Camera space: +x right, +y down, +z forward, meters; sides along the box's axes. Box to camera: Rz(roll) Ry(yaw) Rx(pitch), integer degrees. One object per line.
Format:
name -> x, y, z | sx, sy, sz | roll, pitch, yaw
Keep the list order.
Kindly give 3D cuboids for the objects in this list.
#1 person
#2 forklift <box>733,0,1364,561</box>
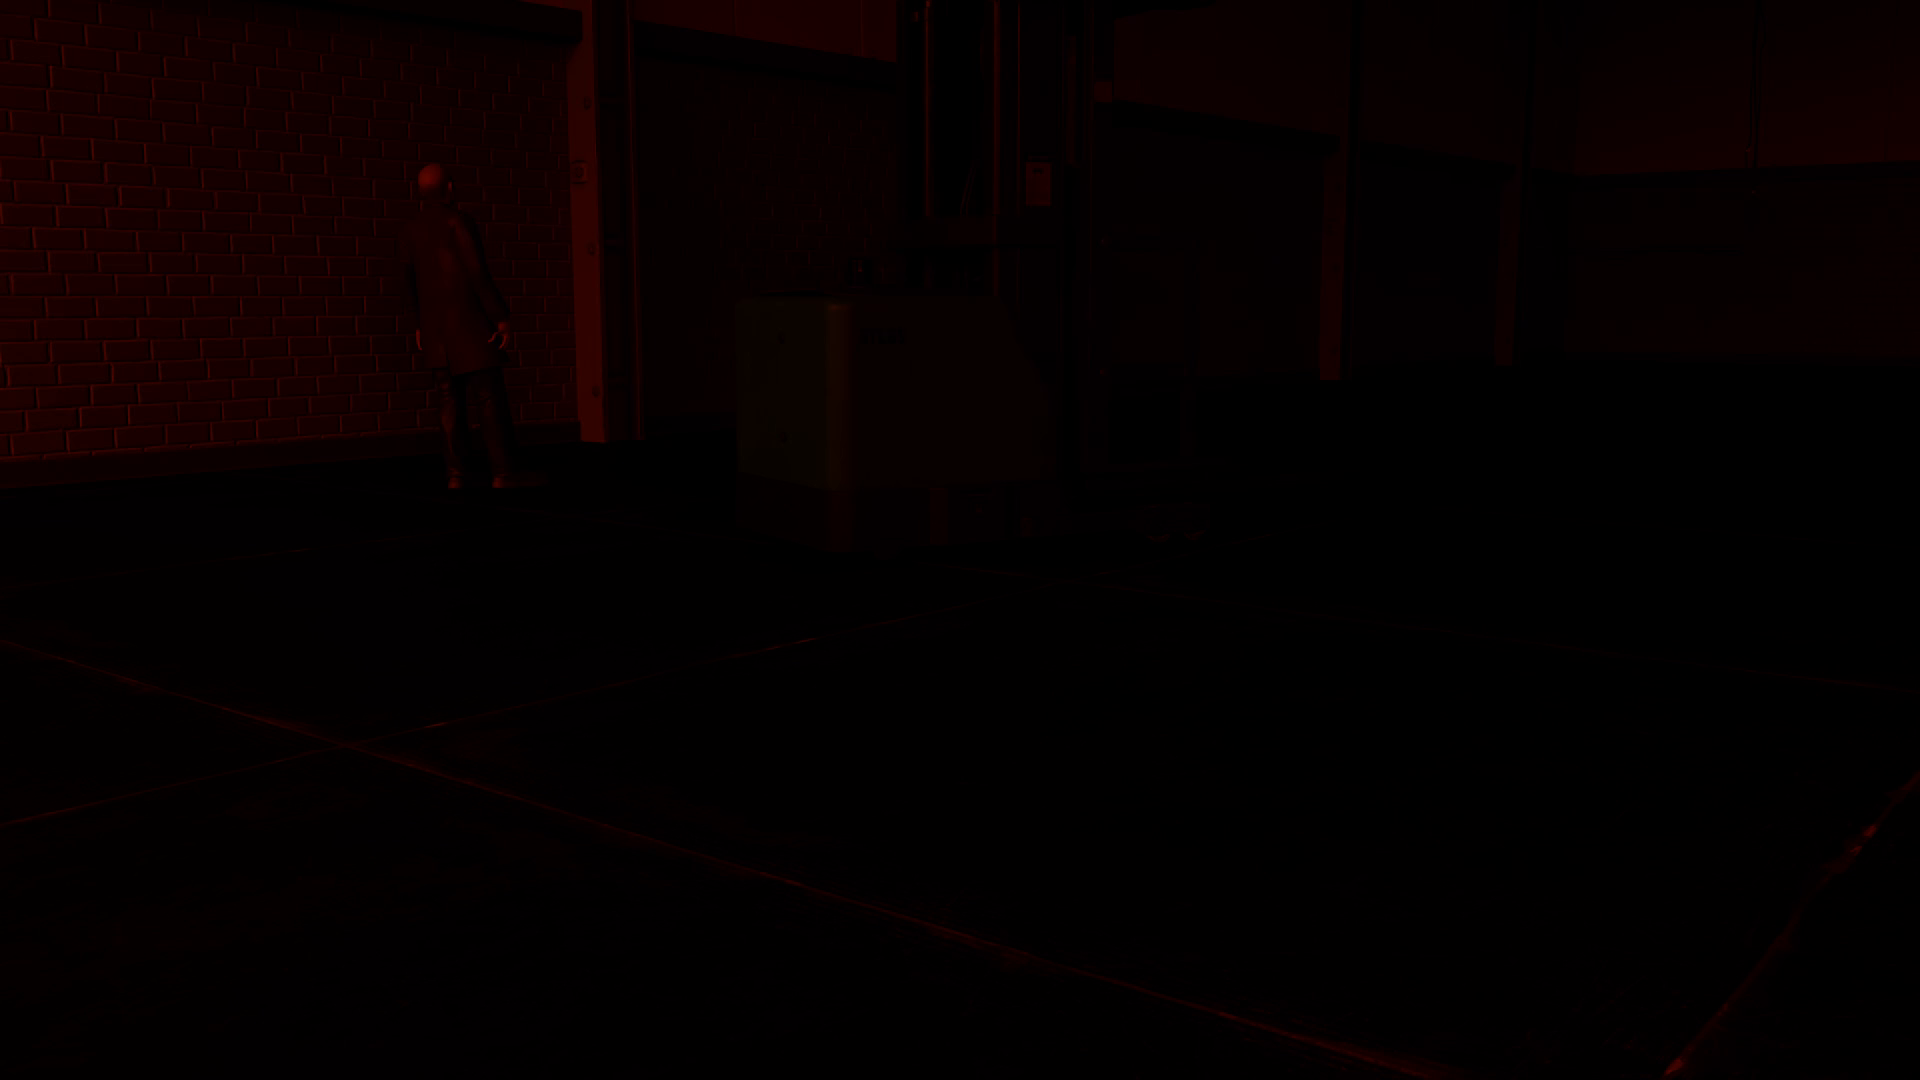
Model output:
person -> -2.731, -1.175, 9.244 | 0.695, 1.776, 0.583 | 4, 9, 25
forklift -> 0.529, -1.500, 7.534 | 3.031, 2.935, 1.130 | -5, 10, -31
